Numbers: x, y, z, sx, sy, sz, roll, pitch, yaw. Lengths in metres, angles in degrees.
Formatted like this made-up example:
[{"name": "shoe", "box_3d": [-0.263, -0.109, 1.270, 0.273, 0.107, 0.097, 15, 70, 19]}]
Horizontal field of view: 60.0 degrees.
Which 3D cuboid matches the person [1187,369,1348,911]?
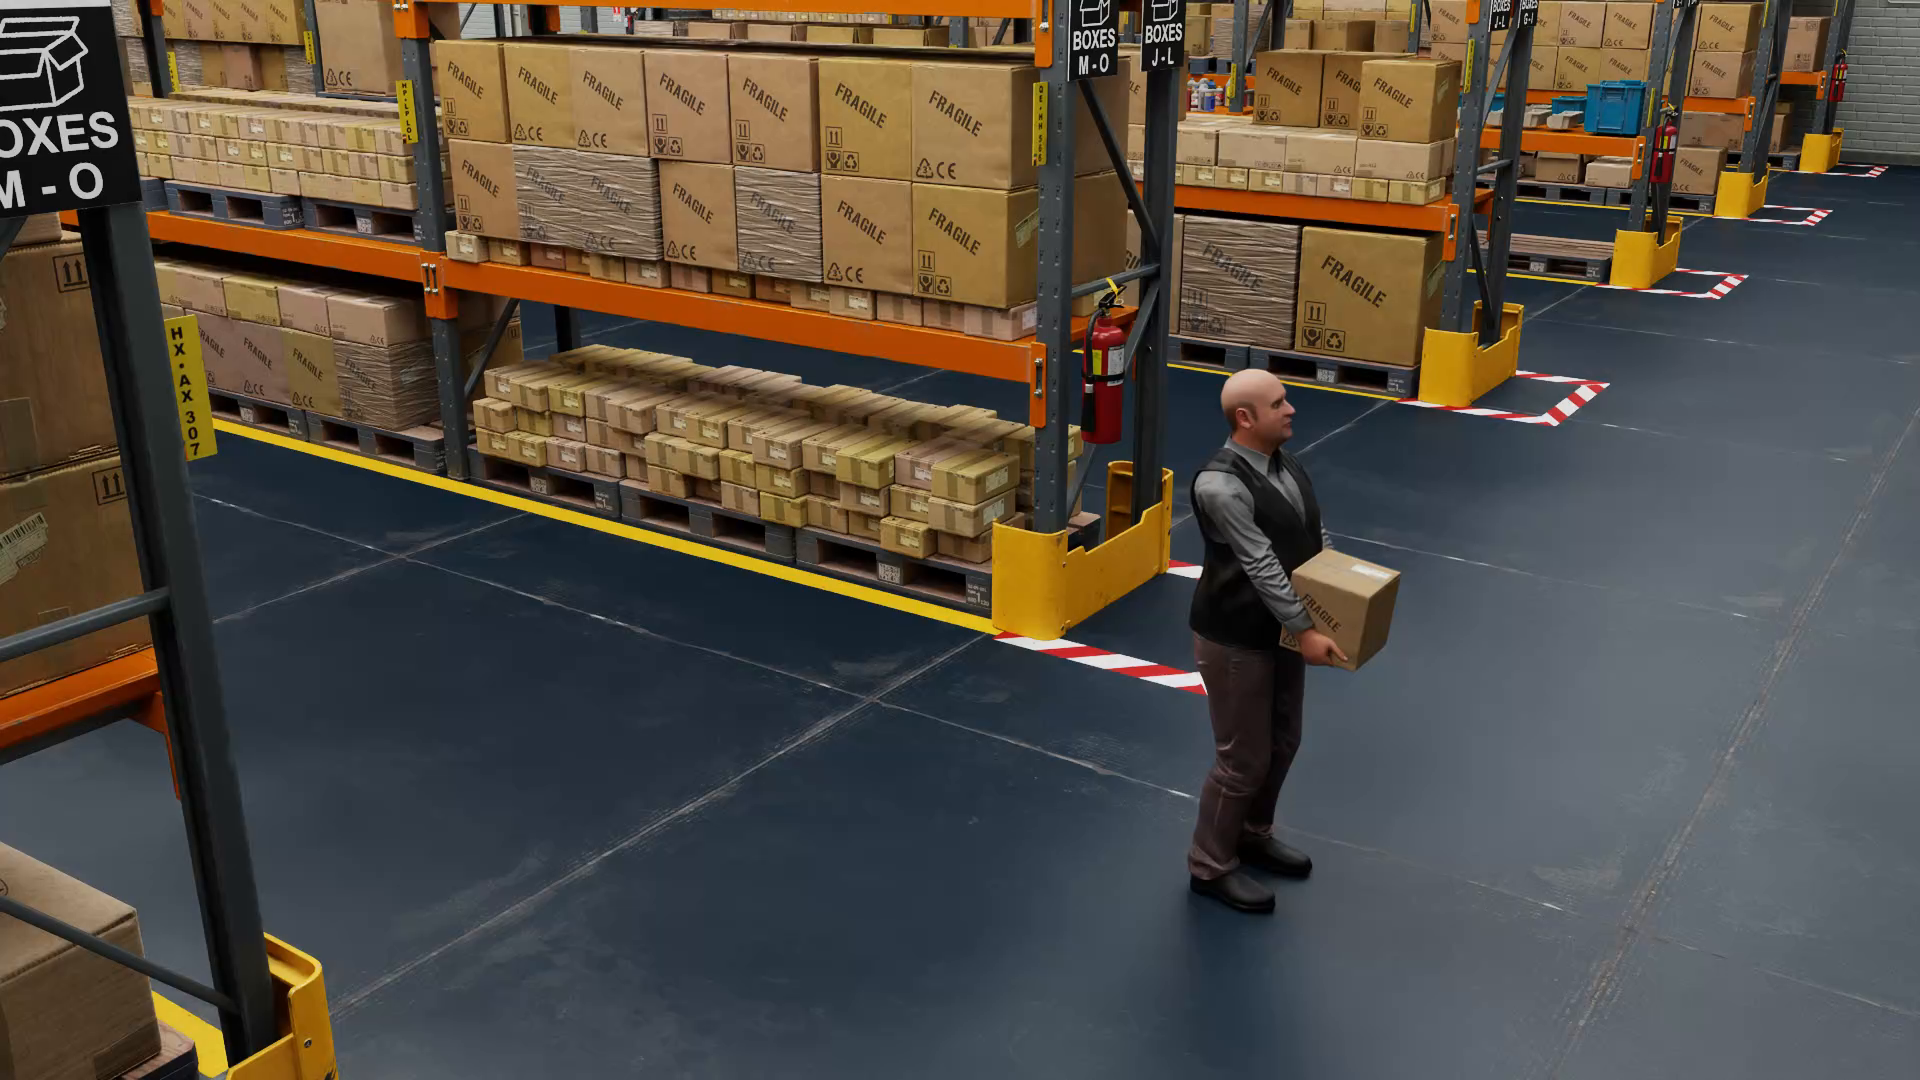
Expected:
[{"name": "person", "box_3d": [1.010, 0.323, 5.218, 0.551, 1.711, 0.494, 13, 24, 33]}]
